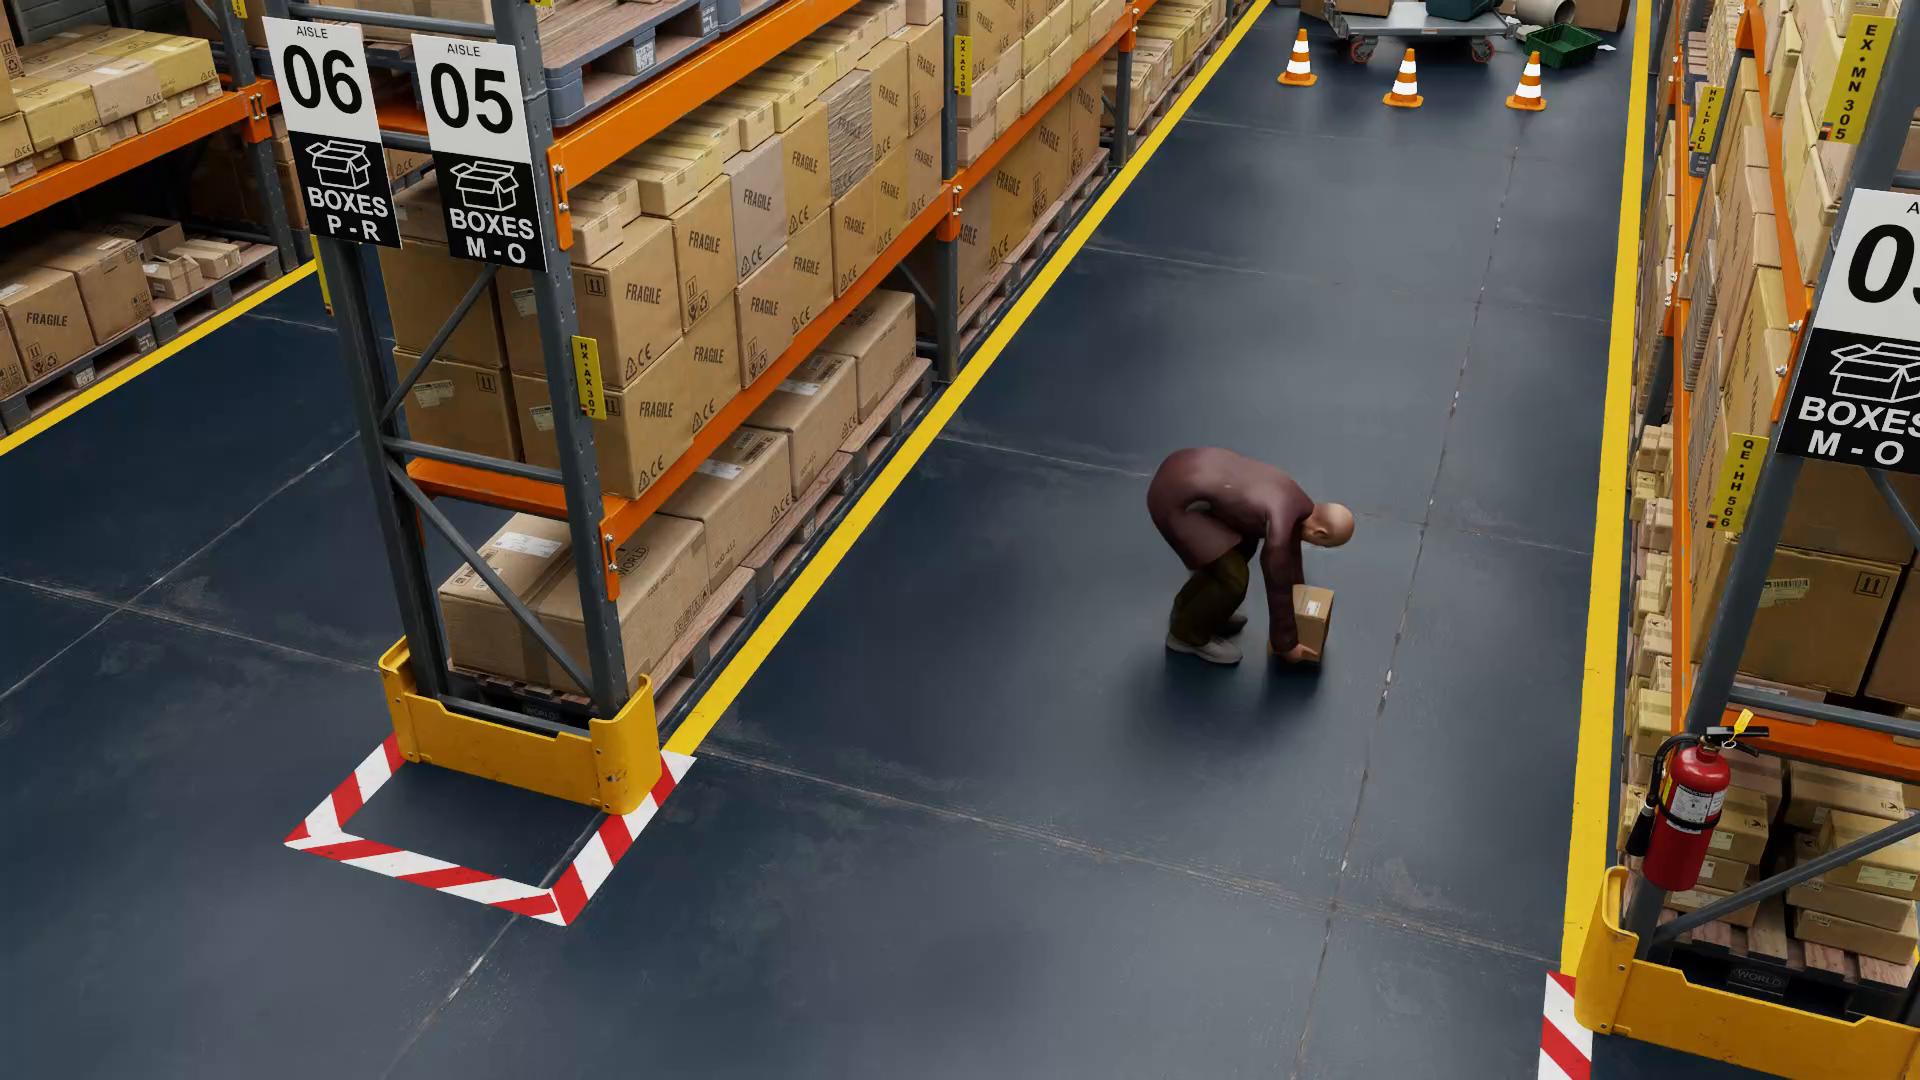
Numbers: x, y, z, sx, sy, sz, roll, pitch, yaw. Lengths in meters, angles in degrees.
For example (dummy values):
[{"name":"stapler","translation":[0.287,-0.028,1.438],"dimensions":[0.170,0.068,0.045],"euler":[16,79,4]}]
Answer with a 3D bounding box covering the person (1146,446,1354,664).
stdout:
[{"name":"person","translation":[1.325,0.071,7.733],"dimensions":[0.944,1.025,0.585],"euler":[9,34,14]}]
